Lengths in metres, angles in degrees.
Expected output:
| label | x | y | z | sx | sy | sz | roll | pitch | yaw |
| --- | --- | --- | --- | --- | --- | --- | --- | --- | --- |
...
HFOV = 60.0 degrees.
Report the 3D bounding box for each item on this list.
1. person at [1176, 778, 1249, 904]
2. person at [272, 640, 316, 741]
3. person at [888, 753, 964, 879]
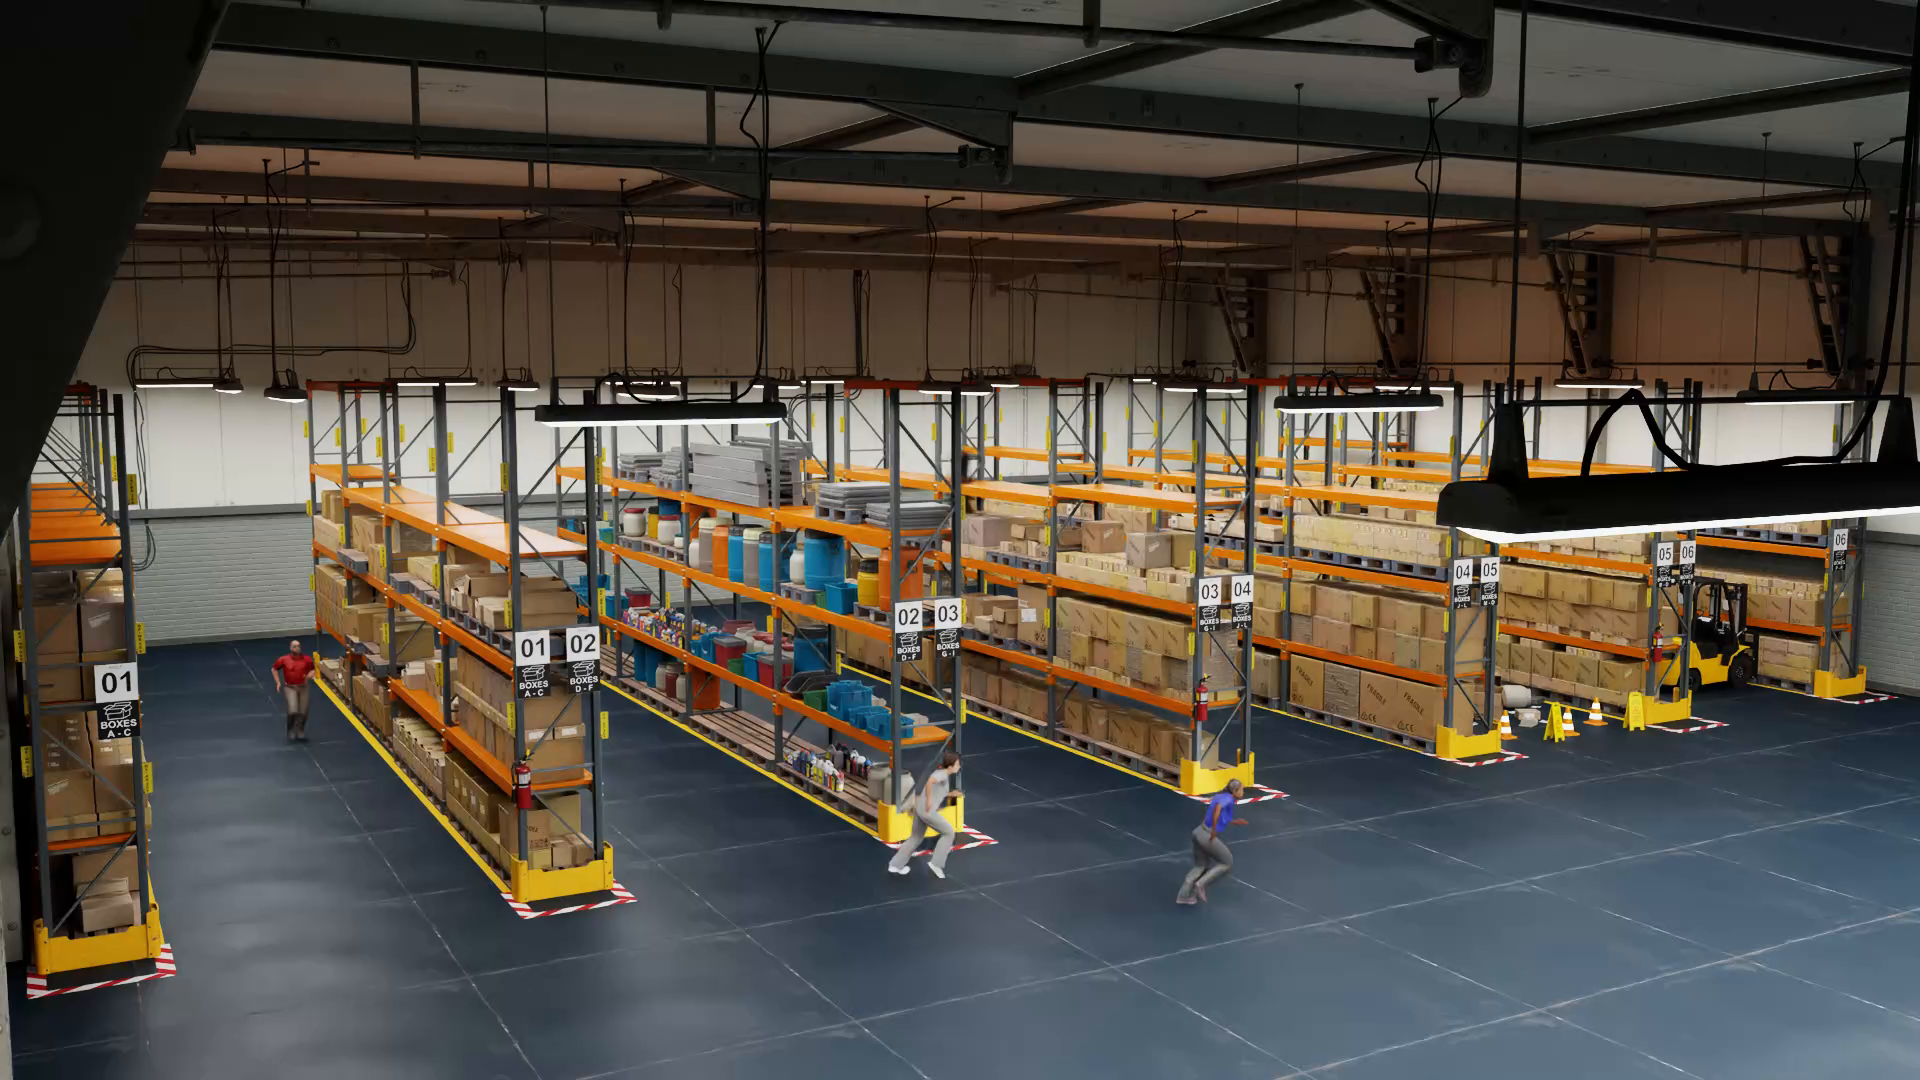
| label | x | y | z | sx | sy | sz | roll | pitch | yaw |
| --- | --- | --- | --- | --- | --- | --- | --- | --- | --- |
| person | 2.964 | 3.528 | 19.372 | 0.888 | 1.486 | 0.606 | -1 | 6 | -11 |
| person | -11.094 | 2.526 | 27.799 | 0.663 | 1.699 | 0.652 | -4 | 7 | -33 |
| person | -0.415 | 3.410 | 20.390 | 0.949 | 1.594 | 0.608 | -1 | 6 | -7 |
